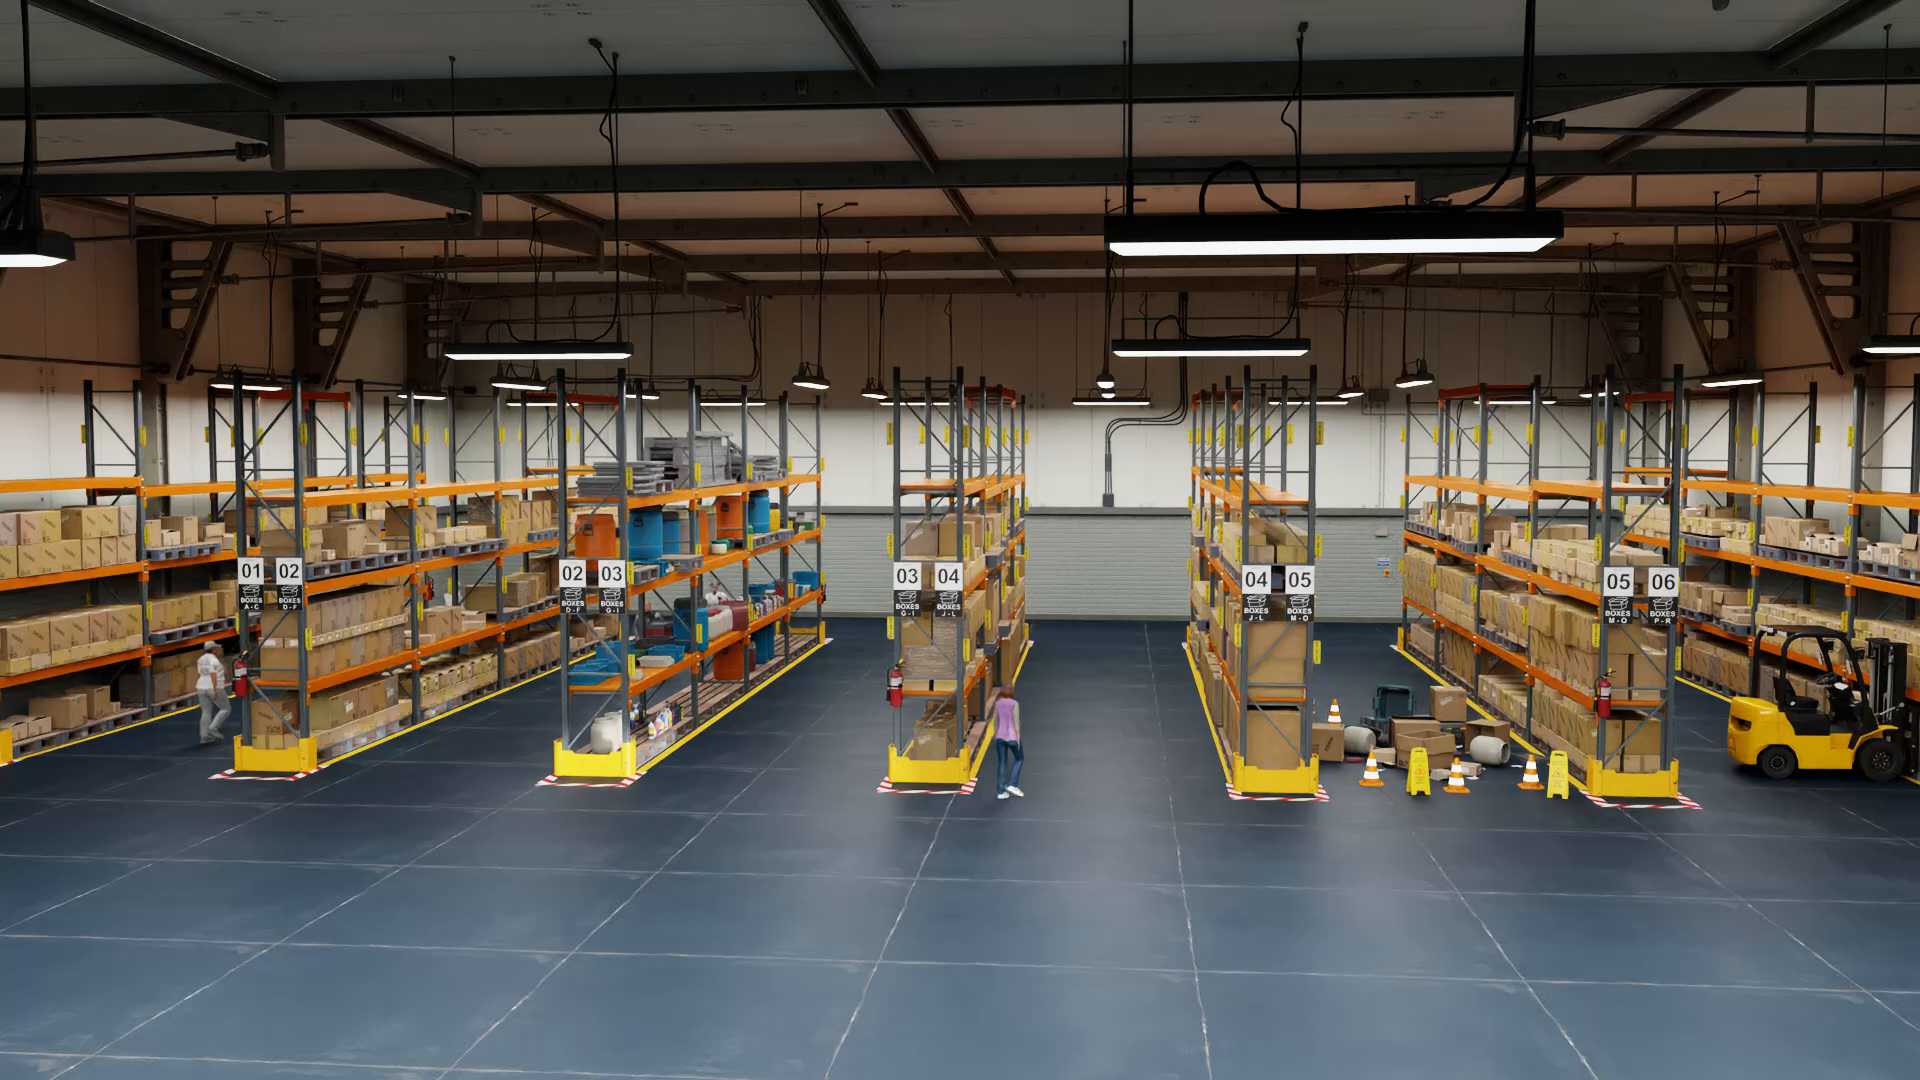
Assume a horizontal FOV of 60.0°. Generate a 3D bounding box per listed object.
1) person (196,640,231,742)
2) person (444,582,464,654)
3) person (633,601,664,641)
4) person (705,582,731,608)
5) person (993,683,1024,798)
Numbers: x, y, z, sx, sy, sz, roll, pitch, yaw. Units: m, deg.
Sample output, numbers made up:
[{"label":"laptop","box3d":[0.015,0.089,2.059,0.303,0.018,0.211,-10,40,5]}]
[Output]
[{"label":"person","box3d":[-12.265,2.478,27.240,0.546,1.652,0.506,1,4,14]},{"label":"person","box3d":[-11.517,1.771,37.766,0.568,1.772,0.498,2,4,31]},{"label":"person","box3d":[-6.389,2.063,34.213,0.631,1.641,0.580,1,4,12]},{"label":"person","box3d":[-5.747,1.765,39.329,0.592,1.598,0.703,1,4,15]},{"label":"person","box3d":[0.644,2.767,22.986,0.451,1.581,0.493,2,4,27]}]
